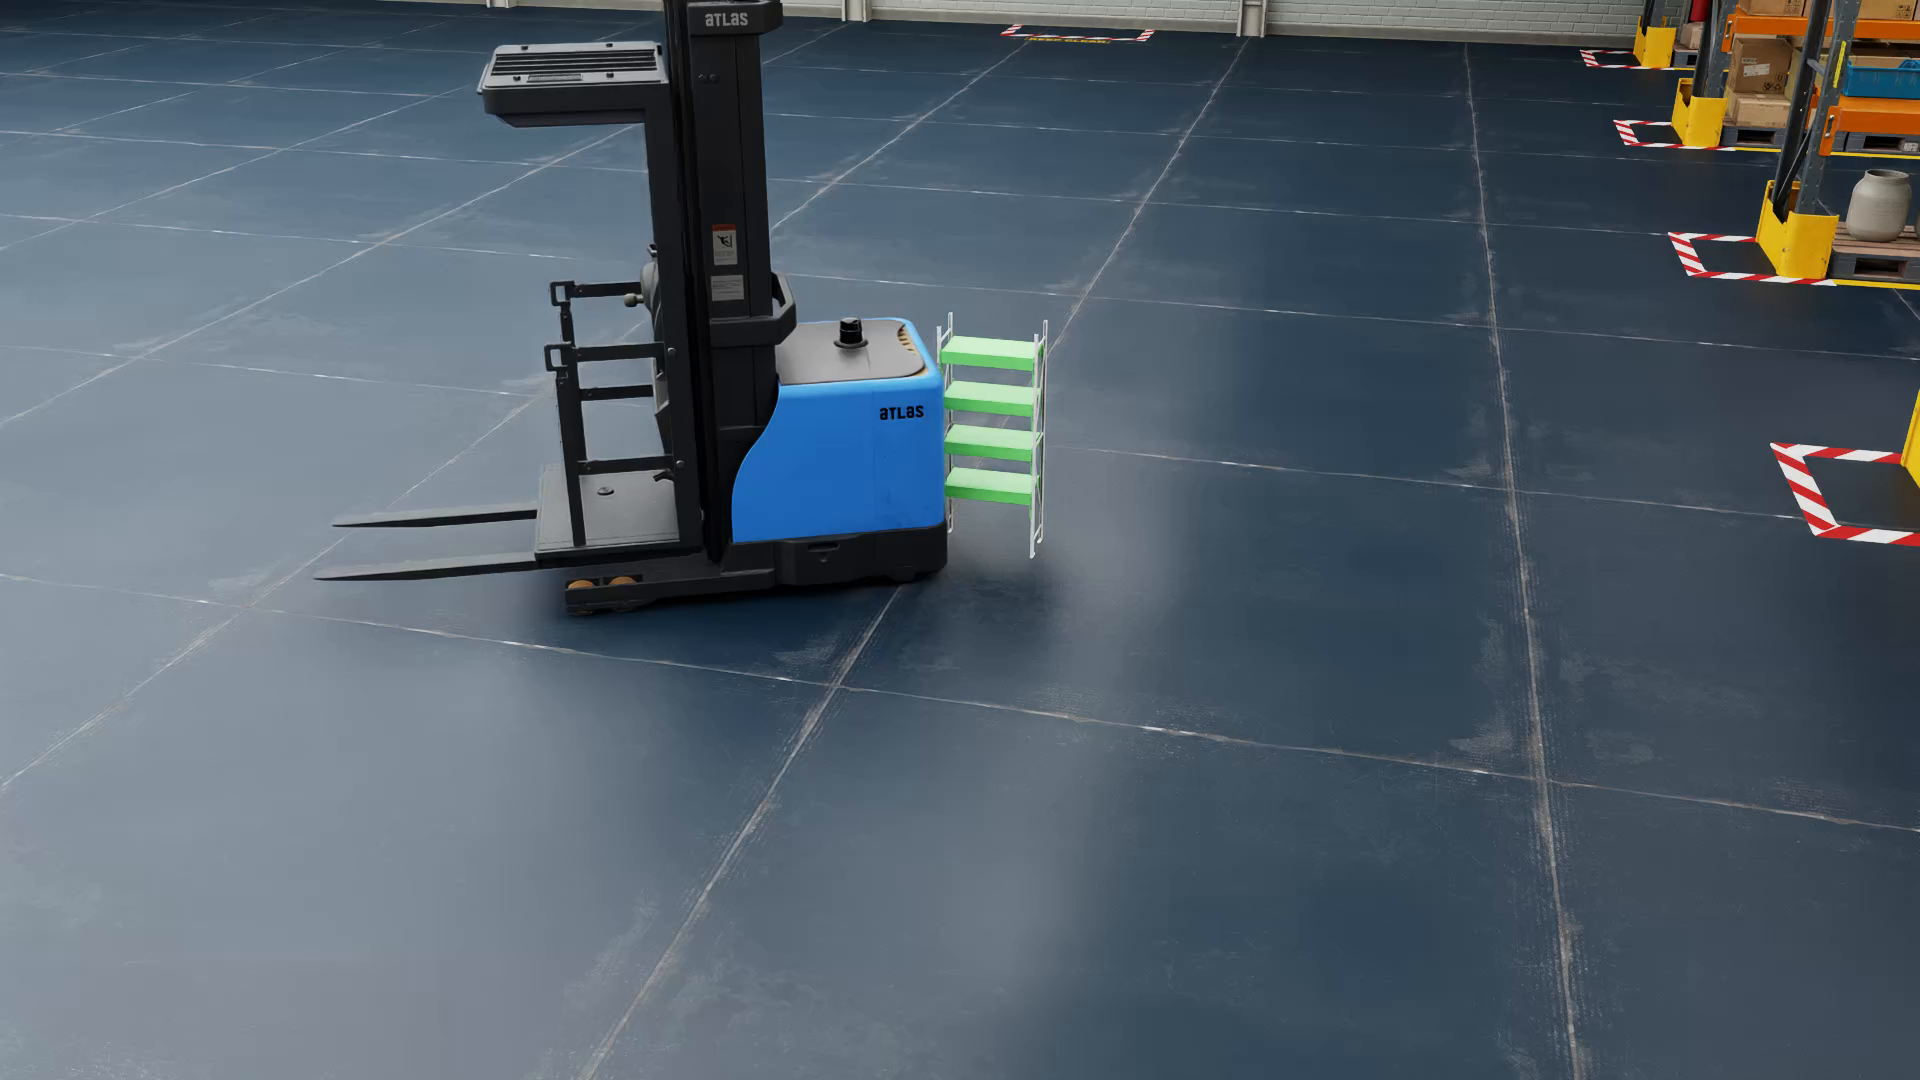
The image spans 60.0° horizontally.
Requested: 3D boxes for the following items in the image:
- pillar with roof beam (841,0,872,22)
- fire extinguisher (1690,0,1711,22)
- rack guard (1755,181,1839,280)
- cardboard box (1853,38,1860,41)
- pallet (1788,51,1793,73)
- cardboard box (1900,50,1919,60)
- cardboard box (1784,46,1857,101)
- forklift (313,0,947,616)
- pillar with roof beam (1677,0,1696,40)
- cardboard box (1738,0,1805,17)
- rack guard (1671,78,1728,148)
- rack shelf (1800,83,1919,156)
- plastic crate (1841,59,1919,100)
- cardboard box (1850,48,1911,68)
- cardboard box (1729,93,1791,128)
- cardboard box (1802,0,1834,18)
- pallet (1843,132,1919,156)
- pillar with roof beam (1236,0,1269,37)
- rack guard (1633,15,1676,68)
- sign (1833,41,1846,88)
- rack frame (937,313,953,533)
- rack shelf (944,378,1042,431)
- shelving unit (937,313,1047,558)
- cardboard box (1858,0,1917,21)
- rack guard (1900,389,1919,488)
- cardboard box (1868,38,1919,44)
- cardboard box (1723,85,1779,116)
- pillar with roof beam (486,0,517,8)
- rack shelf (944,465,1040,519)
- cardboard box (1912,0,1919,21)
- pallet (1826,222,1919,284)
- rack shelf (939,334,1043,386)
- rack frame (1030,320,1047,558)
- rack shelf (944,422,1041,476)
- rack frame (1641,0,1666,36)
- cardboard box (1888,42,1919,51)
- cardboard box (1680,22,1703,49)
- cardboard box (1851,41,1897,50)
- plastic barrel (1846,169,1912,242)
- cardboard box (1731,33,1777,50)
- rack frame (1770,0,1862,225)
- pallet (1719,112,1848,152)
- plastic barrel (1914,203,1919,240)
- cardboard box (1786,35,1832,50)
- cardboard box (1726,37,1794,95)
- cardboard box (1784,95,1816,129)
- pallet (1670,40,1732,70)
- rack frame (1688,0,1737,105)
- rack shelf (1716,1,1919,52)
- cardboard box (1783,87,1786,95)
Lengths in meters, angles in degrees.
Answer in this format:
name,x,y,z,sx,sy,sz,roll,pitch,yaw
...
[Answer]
name,x,y,z,sx,sy,sz,roll,pitch,yaw
pillar with roof beam,-2.651,-10.251,19.813,0.400,9.000,9.100,6,26,13
fire extinguisher,7.921,-5.873,17.687,0.183,0.674,0.296,6,26,13
rack guard,6.767,-2.523,13.468,0.348,0.500,1.175,6,26,13
cardboard box,11.479,-6.428,21.566,0.250,0.149,0.380,4,26,9
pallet,11.179,-6.264,21.663,1.213,0.211,1.003,6,26,13
cardboard box,9.835,-4.677,16.922,0.500,0.500,0.500,6,26,13
cardboard box,8.868,-4.786,17.151,0.500,0.500,0.500,6,26,13
forklift,-1.634,-1.207,7.876,3.031,2.935,1.130,-5,26,-10
pillar with roof beam,8.971,-8.966,17.115,0.400,9.000,9.100,6,26,13
cardboard box,8.368,-5.692,17.100,0.500,0.500,0.700,6,26,13
rack guard,7.896,-4.576,17.780,0.348,0.500,1.175,6,26,13
rack shelf,8.619,-3.101,12.612,4.000,0.370,1.077,6,26,13
plastic crate,7.241,-3.644,13.088,0.616,0.251,0.499,6,26,13
cardboard box,9.356,-4.738,17.050,0.500,0.500,0.500,6,26,13
cardboard box,8.383,-4.500,17.423,0.500,0.250,0.500,6,26,13
cardboard box,8.878,-5.638,16.986,0.500,0.500,0.700,7,26,14
pallet,9.848,-4.247,17.425,1.213,0.211,1.003,6,26,13
pillar with roof beam,3.160,-9.609,18.464,0.400,9.000,9.100,6,26,13
rack guard,9.223,-6.628,22.090,0.348,0.500,1.175,6,26,13
sign,6.541,-3.537,12.367,0.005,0.325,0.100,6,26,13
rack frame,-0.075,-0.550,8.510,0.015,1.200,0.240,6,26,13
rack shelf,0.161,-0.683,8.379,0.480,0.148,0.258,6,26,13
shelving unit,0.161,-0.524,8.455,0.503,1.200,0.258,6,26,13
cardboard box,9.358,-5.582,16.869,0.500,0.500,0.700,6,26,13
rack guard,5.522,-0.442,9.096,0.348,0.500,1.175,6,26,13
cardboard box,12.008,-6.501,21.312,0.500,0.500,0.500,4,26,9
cardboard box,8.512,-4.716,17.876,0.500,0.250,0.500,6,26,13
pillar with roof beam,-8.462,-10.894,21.163,0.400,9.000,9.100,6,26,13
rack shelf,0.161,-0.250,8.586,0.480,0.148,0.258,6,26,13
cardboard box,9.868,-5.527,16.754,0.500,0.500,0.700,7,26,15
pallet,7.553,-2.304,13.343,1.213,0.211,1.003,6,26,13
rack shelf,0.161,-0.900,8.276,0.480,0.148,0.258,6,26,13
rack frame,0.397,-0.498,8.400,0.015,1.200,0.240,6,26,13
rack shelf,0.161,-0.466,8.482,0.480,0.148,0.258,6,26,13
rack frame,9.150,-7.765,21.570,0.127,3.000,1.000,6,26,13
cardboard box,9.969,-4.900,17.391,0.500,0.500,0.500,6,26,13
cardboard box,9.797,-6.638,21.819,0.500,0.311,0.500,3,26,7
cardboard box,9.485,-4.954,17.505,0.500,0.500,0.500,6,26,13
plastic barrel,7.339,-2.668,13.270,0.421,0.512,0.421,0,25,0
cardboard box,10.349,-6.577,21.691,0.500,0.311,0.500,9,27,17
rack frame,6.682,-3.640,12.907,0.127,3.000,1.000,6,26,13
pallet,8.670,-4.379,17.702,1.213,0.211,1.003,6,26,13
plastic barrel,7.824,-2.614,13.158,0.421,0.512,0.421,0,25,0
cardboard box,11.047,-6.563,21.442,0.500,0.500,0.700,5,26,10
cardboard box,8.513,-5.055,17.717,0.500,0.500,0.500,6,26,13
cardboard box,8.869,-4.448,17.314,0.500,0.250,0.500,6,26,13
pallet,10.001,-6.396,21.939,1.213,0.211,1.003,6,26,13
rack frame,7.919,-5.702,17.237,0.127,3.000,1.000,6,26,13
rack shelf,9.856,-5.163,16.942,4.000,0.370,1.077,6,26,13
cardboard box,9.000,-4.667,17.774,0.500,0.250,0.500,6,26,13
